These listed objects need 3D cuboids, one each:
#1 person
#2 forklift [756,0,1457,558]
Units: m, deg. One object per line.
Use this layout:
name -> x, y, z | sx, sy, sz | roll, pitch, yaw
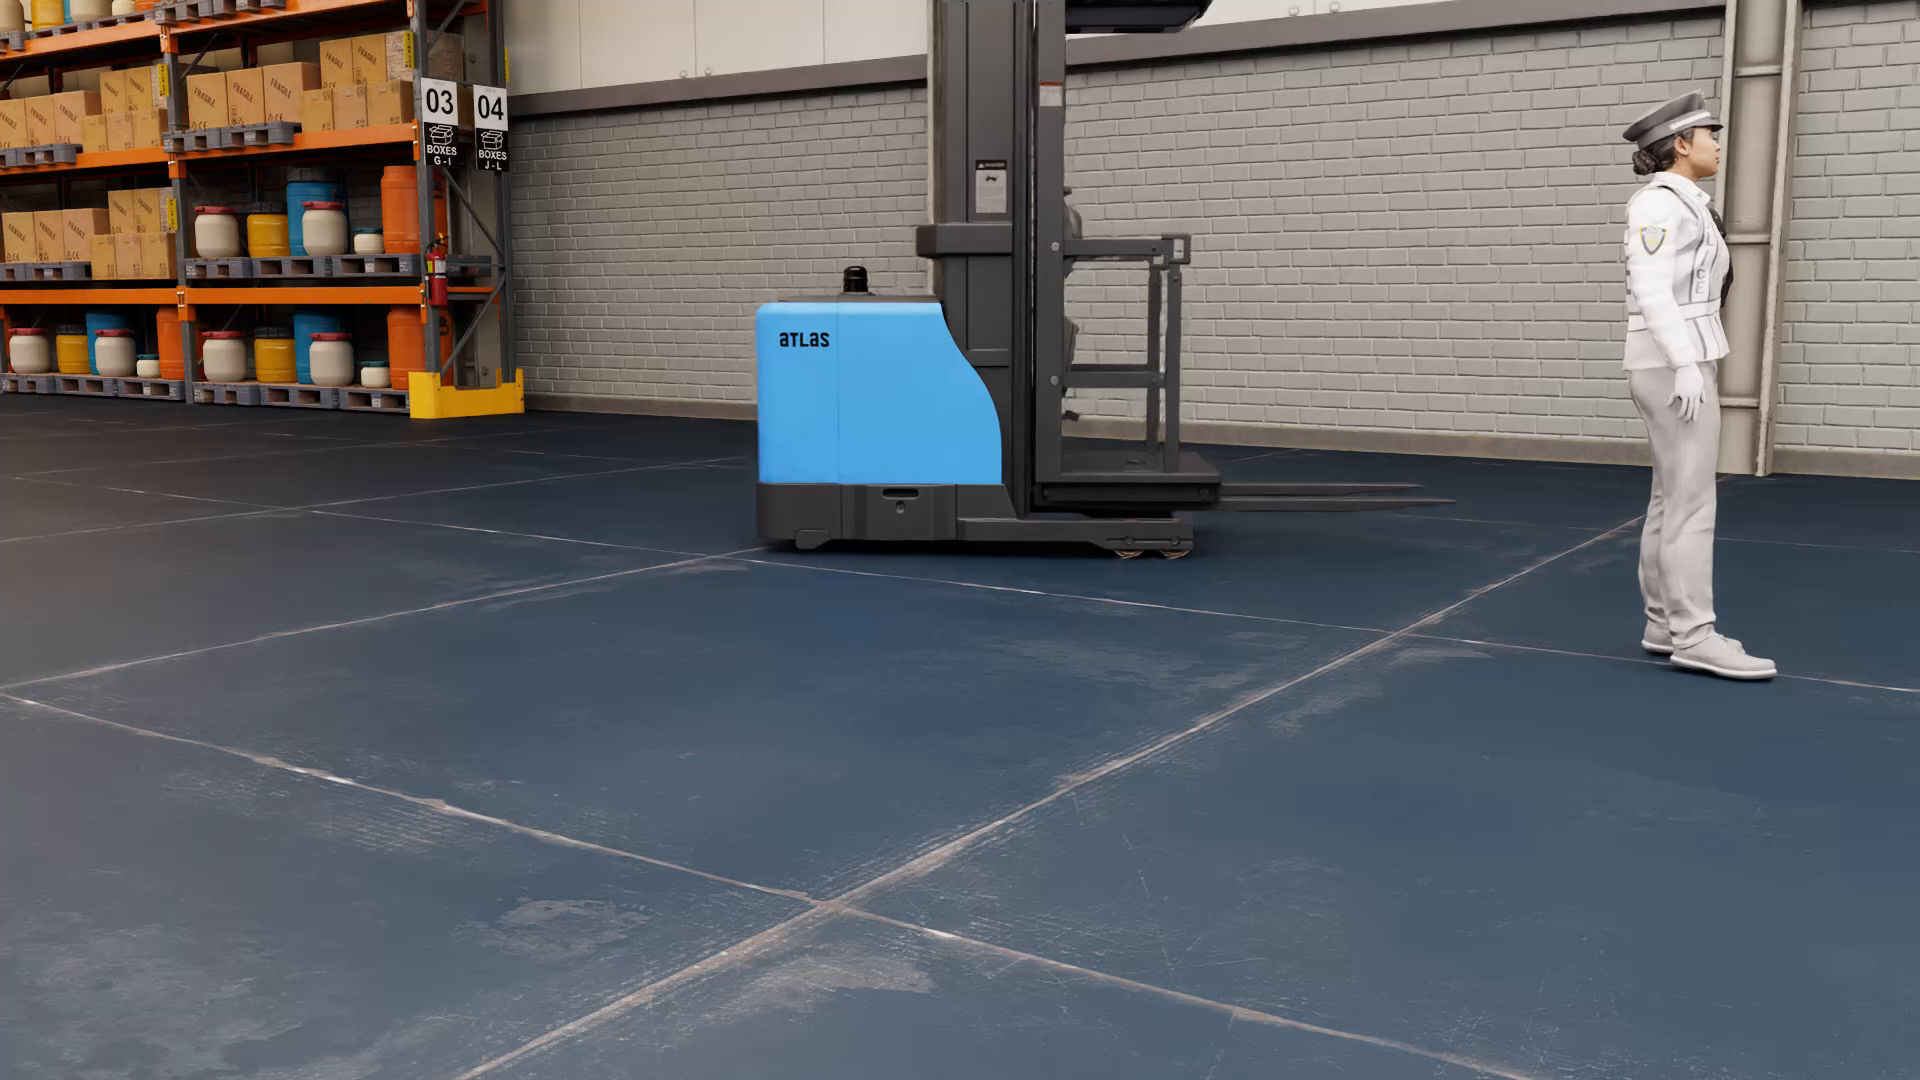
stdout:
person -> 2.212, -0.485, 4.958 | 0.528, 1.698, 0.580 | 4, 9, 28
forklift -> 0.646, -1.450, 7.387 | 3.031, 2.935, 1.130 | 0, 8, 2
